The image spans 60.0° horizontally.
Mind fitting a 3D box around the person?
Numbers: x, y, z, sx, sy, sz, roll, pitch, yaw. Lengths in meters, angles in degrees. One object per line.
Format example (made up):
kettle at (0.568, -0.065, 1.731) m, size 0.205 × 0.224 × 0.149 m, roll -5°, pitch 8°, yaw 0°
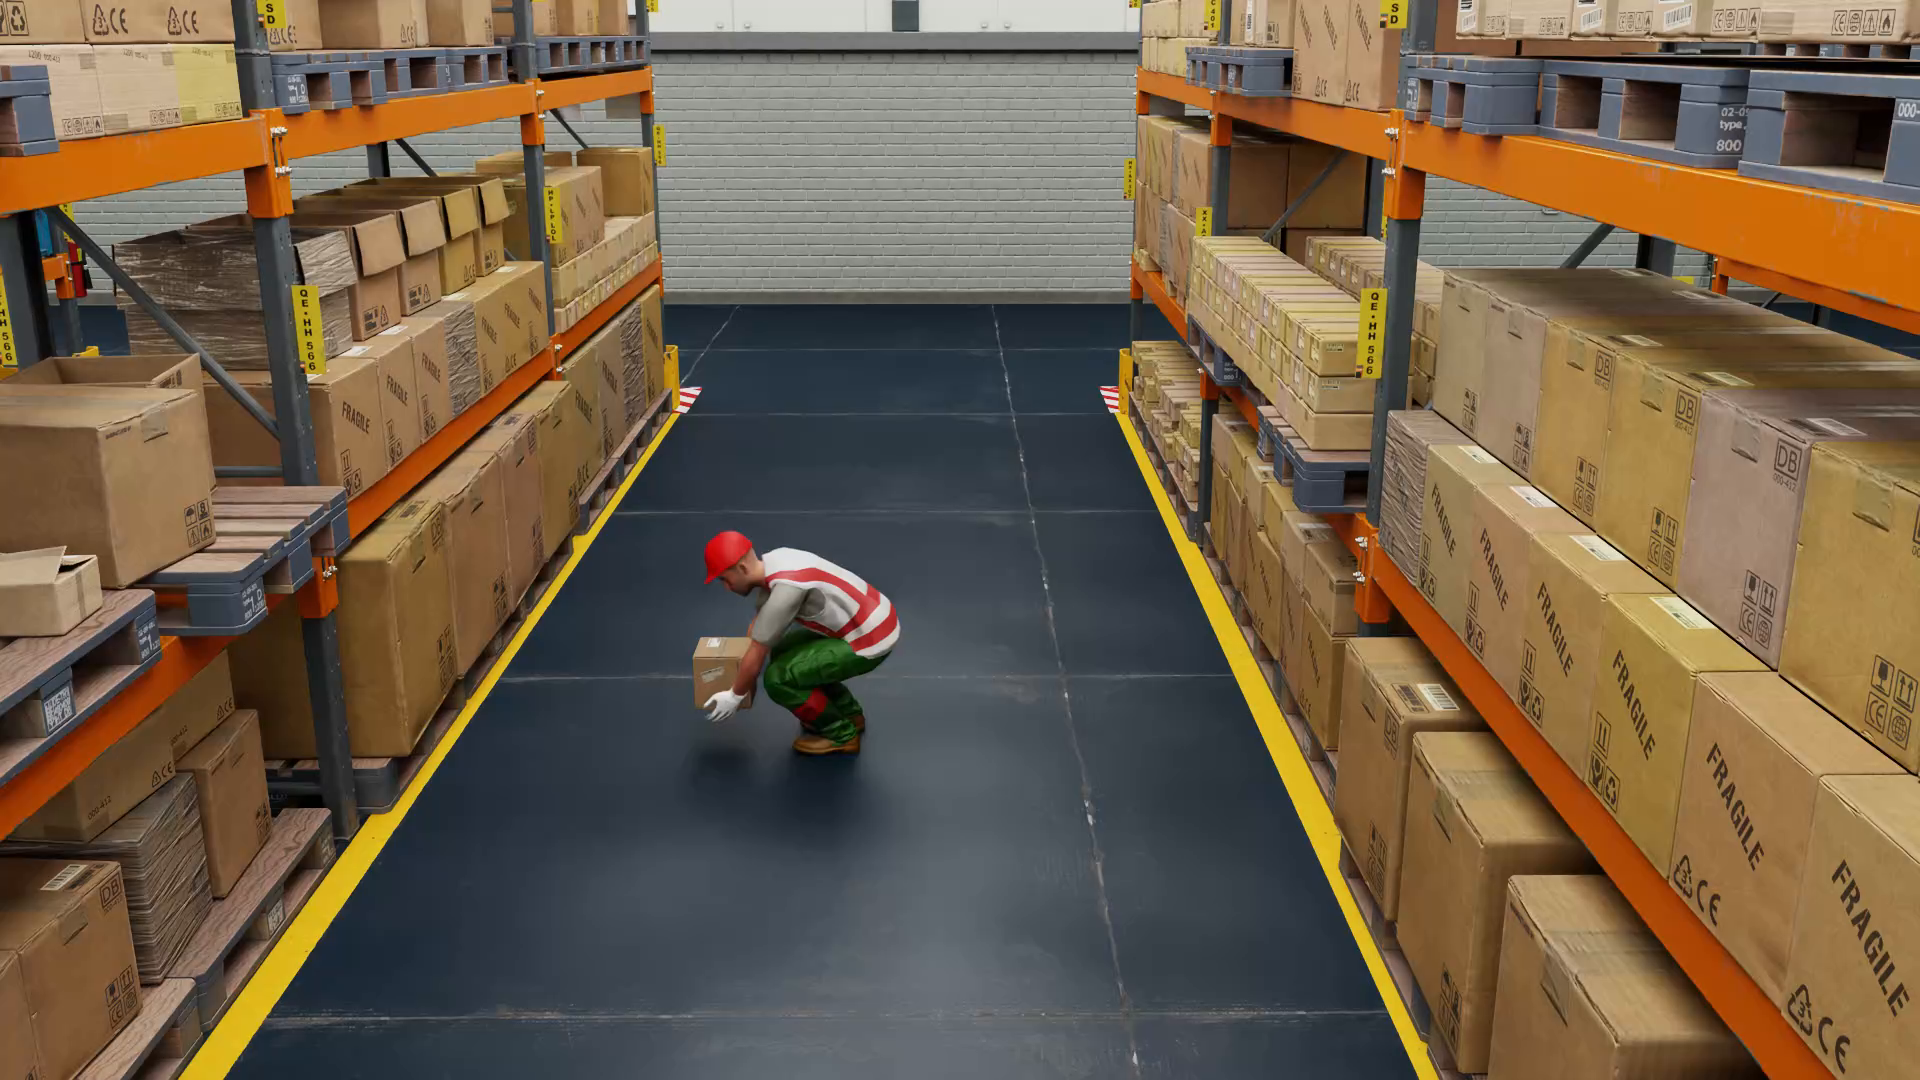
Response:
person at (-0.707, 0.437, 7.407) m, size 0.881 × 1.015 × 0.572 m, roll 0°, pitch 17°, yaw -1°
